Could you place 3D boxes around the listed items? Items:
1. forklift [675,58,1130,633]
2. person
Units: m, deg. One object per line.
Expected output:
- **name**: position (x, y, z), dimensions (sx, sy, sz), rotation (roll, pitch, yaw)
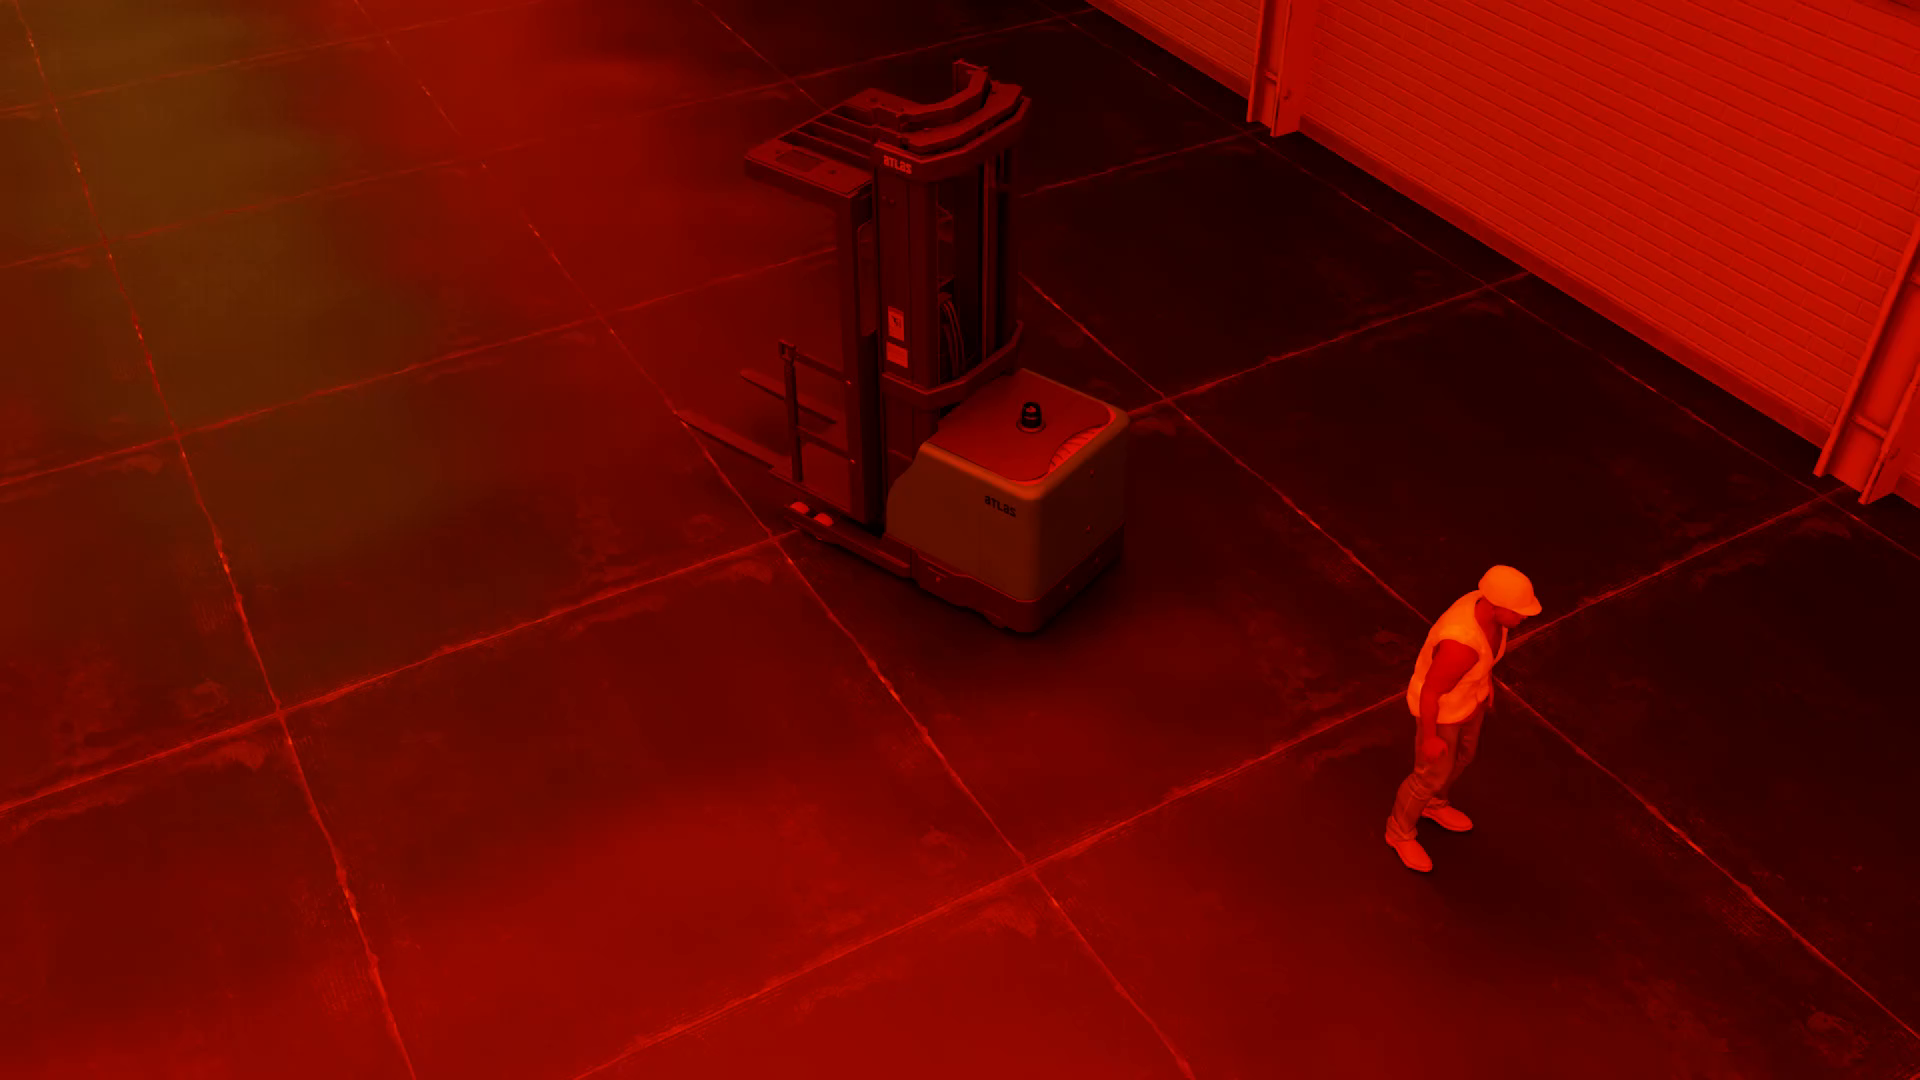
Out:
- **forklift**: position (-0.481, -1.366, 9.683), dimensions (3.031, 2.935, 1.130), rotation (26, 46, 28)
- **person**: position (2.395, 0.803, 7.989), dimensions (0.462, 1.759, 0.633), rotation (30, 48, 31)
